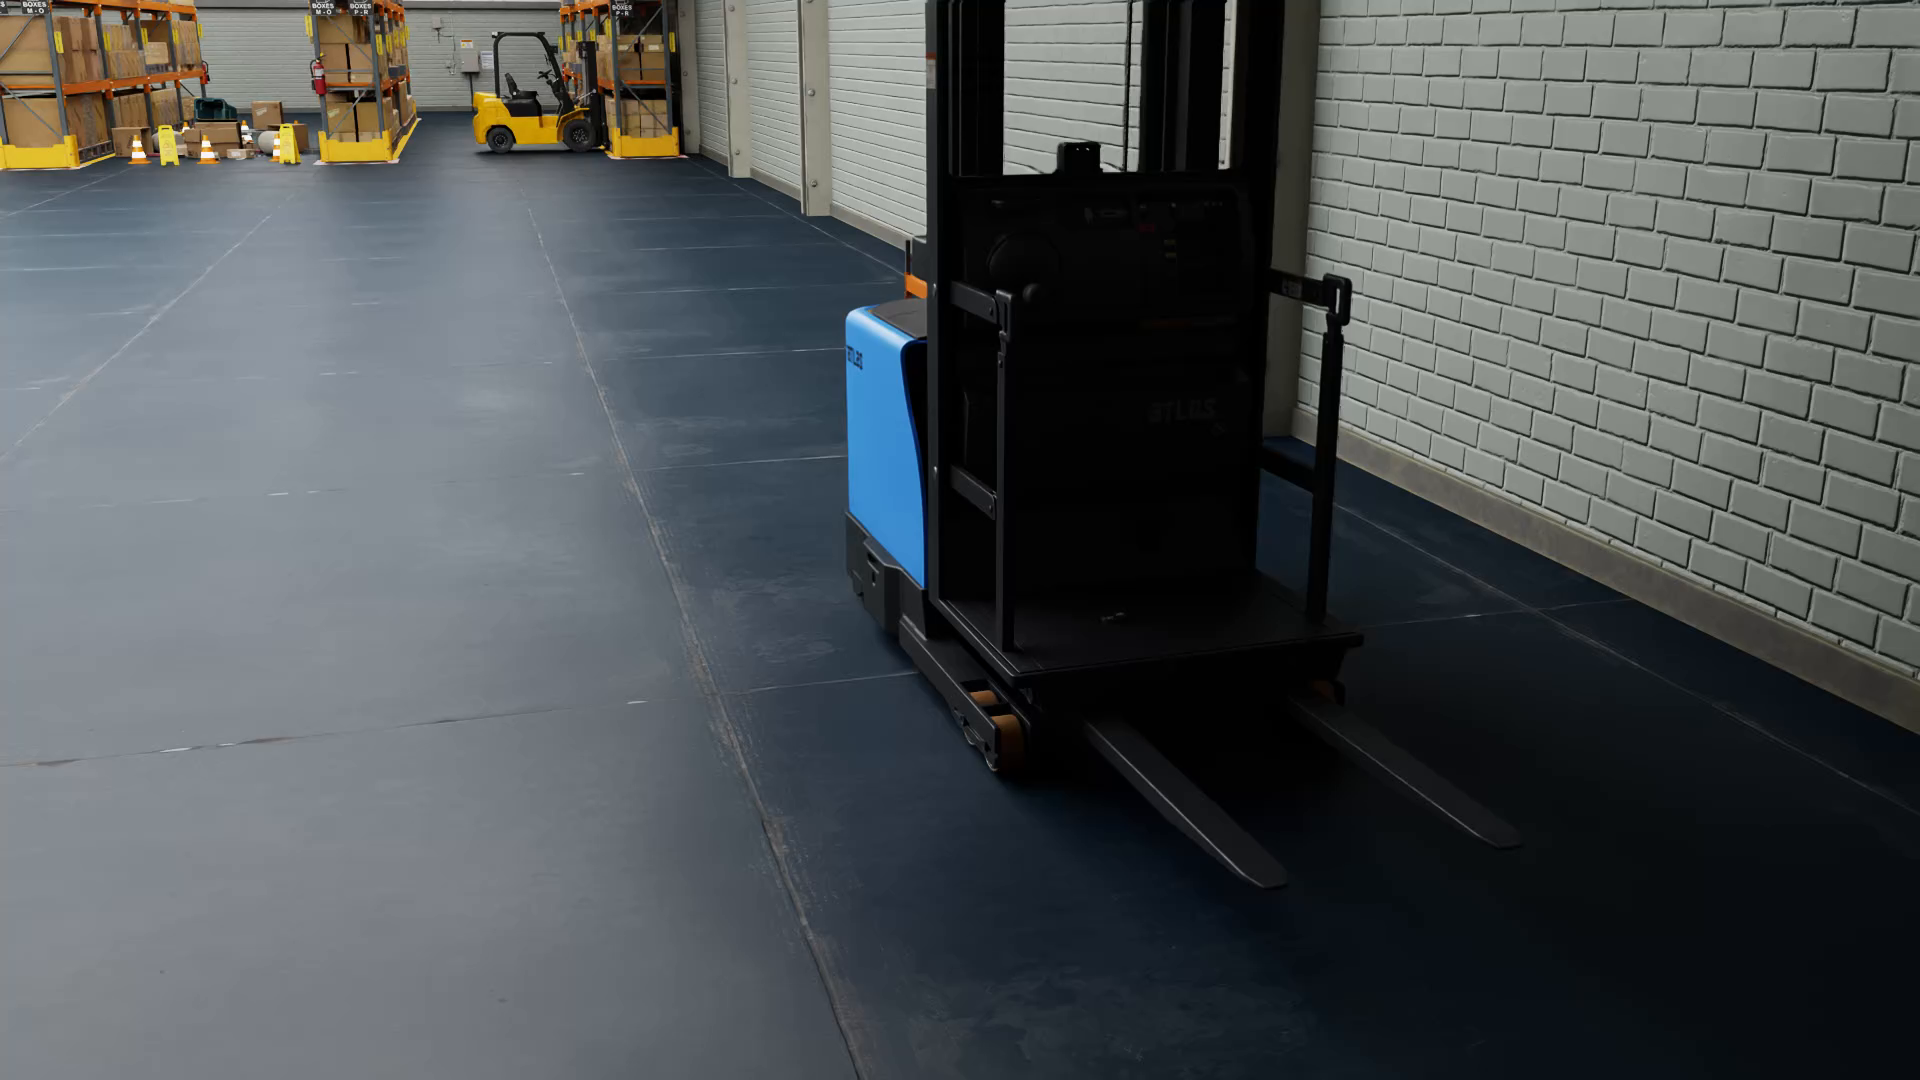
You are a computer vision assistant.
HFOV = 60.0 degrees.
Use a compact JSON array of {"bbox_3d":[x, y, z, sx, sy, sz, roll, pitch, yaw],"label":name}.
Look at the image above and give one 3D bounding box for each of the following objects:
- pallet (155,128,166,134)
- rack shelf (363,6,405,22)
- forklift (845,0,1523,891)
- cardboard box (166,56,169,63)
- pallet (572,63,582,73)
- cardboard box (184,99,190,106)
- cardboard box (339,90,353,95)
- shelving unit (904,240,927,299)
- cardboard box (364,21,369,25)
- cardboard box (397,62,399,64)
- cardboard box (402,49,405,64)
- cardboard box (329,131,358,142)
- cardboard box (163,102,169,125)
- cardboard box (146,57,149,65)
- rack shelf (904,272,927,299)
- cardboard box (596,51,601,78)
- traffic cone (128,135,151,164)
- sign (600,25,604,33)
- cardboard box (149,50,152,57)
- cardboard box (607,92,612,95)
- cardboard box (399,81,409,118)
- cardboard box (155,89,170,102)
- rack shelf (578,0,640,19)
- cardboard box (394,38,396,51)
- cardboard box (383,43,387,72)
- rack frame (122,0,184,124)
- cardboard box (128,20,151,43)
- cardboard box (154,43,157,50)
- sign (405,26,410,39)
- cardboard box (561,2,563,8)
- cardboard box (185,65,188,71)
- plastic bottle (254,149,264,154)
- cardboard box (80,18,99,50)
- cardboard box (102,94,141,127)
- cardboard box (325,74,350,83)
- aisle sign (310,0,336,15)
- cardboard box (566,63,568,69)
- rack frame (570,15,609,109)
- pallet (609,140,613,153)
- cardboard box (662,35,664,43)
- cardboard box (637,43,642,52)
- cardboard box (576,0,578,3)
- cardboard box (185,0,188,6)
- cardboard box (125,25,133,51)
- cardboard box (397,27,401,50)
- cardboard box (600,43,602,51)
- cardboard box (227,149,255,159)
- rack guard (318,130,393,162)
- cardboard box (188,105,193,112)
[{"bbox_3d":[-17.605,-8.692,35.522,1.003,0.211,1.213,-5,17,-15],"label":"pallet"},{"bbox_3d":[-14.309,-12.983,40.994,1.077,0.370,4.000,-5,17,-15],"label":"rack shelf"},{"bbox_3d":[0.512,-0.870,4.755,1.130,2.935,3.031,-5,18,-17],"label":"forklift"},{"bbox_3d":[-18.191,-10.905,37.747,0.380,0.149,0.250,-5,17,-17],"label":"cardboard box"},{"bbox_3d":[-8.142,-10.714,37.740,1.213,0.211,1.003,-5,17,-15],"label":"pallet"},{"bbox_3d":[-18.607,-10.444,39.700,0.380,0.149,0.250,-4,17,-14],"label":"cardboard box"},{"bbox_3d":[-11.538,-8.313,31.030,0.380,0.149,0.250,-4,17,-13],"label":"cardboard box"},{"bbox_3d":[-0.046,-0.620,6.932,0.258,1.200,0.503,-5,17,-15],"label":"shelving unit"},{"bbox_3d":[-14.150,-12.235,39.429,0.380,0.149,0.250,-5,17,-16],"label":"cardboard box"},{"bbox_3d":[-12.849,-10.600,37.289,0.500,0.250,0.500,-4,17,-13],"label":"cardboard box"},{"bbox_3d":[-13.636,-11.536,39.967,0.500,0.500,0.500,-4,17,-13],"label":"cardboard box"},{"bbox_3d":[-10.949,-7.111,29.461,0.500,0.250,0.500,-5,17,-16],"label":"cardboard box"},{"bbox_3d":[-17.627,-9.312,36.353,0.500,0.500,0.500,-5,17,-17],"label":"cardboard box"},{"bbox_3d":[-17.468,-10.181,35.338,0.380,0.149,0.250,-4,17,-12],"label":"cardboard box"},{"bbox_3d":[-0.046,-0.997,6.819,0.258,0.148,0.480,-5,17,-15],"label":"rack shelf"},{"bbox_3d":[-6.918,-9.422,32.932,0.500,0.500,0.500,-5,17,-17],"label":"cardboard box"},{"bbox_3d":[-13.973,-6.643,28.262,0.336,0.463,0.334,-5,17,-15],"label":"traffic cone"},{"bbox_3d":[-9.548,-13.581,44.390,0.100,0.325,0.005,-5,17,-15],"label":"sign"},{"bbox_3d":[-17.621,-10.472,35.788,0.380,0.149,0.250,-5,17,-15],"label":"cardboard box"},{"bbox_3d":[-7.924,-10.246,38.335,0.380,0.149,0.250,-4,17,-15],"label":"cardboard box"},{"bbox_3d":[-13.512,-10.356,39.176,0.875,0.875,0.875,-4,17,-14],"label":"cardboard box"},{"bbox_3d":[-17.755,-9.807,36.697,0.500,0.250,0.500,-6,18,-18],"label":"cardboard box"},{"bbox_3d":[-7.338,-11.163,34.937,1.077,0.370,4.000,-5,17,-15],"label":"rack shelf"},{"bbox_3d":[-12.267,-10.519,35.334,0.500,0.500,0.500,-5,17,-17],"label":"cardboard box"},{"bbox_3d":[-10.904,-8.926,30.764,0.500,0.500,0.500,-4,17,-14],"label":"cardboard box"},{"bbox_3d":[-18.491,-10.918,38.085,1.000,3.000,0.127,-5,17,-15],"label":"rack frame"},{"bbox_3d":[-18.880,-11.696,38.245,0.500,0.500,0.500,-5,18,-17],"label":"cardboard box"},{"bbox_3d":[-17.835,-10.827,36.456,0.380,0.149,0.250,-6,18,-18],"label":"cardboard box"},{"bbox_3d":[-14.333,-13.151,43.093,0.100,0.325,0.005,-5,17,-15],"label":"sign"},{"bbox_3d":[-10.102,-13.827,42.992,0.380,0.149,0.250,-4,17,-14],"label":"cardboard box"},{"bbox_3d":[-18.662,-11.262,39.668,0.380,0.149,0.250,-4,17,-13],"label":"cardboard box"},{"bbox_3d":[-13.009,-7.212,30.855,0.133,0.061,0.283,-2,17,-6],"label":"plastic bottle"},{"bbox_3d":[-15.961,-9.046,29.716,0.875,0.550,0.550,-5,17,-15],"label":"cardboard box"},{"bbox_3d":[-17.067,-8.518,33.276,1.050,0.750,0.750,-4,17,-14],"label":"cardboard box"},{"bbox_3d":[-10.770,-7.984,28.755,0.380,0.149,0.250,-4,17,-13],"label":"cardboard box"},{"bbox_3d":[-10.723,-9.223,27.923,0.394,0.787,0.004,-5,17,-15],"label":"aisle sign"},{"bbox_3d":[-9.954,-12.244,42.936,0.380,0.149,0.250,-5,17,-17],"label":"cardboard box"},{"bbox_3d":[-8.987,-11.731,40.791,1.000,3.000,0.127,-5,17,-15],"label":"rack frame"},{"bbox_3d":[-5.940,-7.284,30.835,1.003,0.211,1.213,-5,17,-15],"label":"pallet"},{"bbox_3d":[-5.589,-9.101,30.217,0.380,0.149,0.250,-4,17,-13],"label":"cardboard box"},{"bbox_3d":[-5.662,-8.948,30.224,0.380,0.149,0.250,-5,17,-15],"label":"cardboard box"},{"bbox_3d":[-8.401,-12.251,37.569,0.500,0.250,0.500,-5,17,-15],"label":"cardboard box"},{"bbox_3d":[-18.940,-13.005,40.081,0.500,0.250,0.500,-4,17,-13],"label":"cardboard box"},{"bbox_3d":[-17.278,-10.213,33.827,0.700,0.500,0.500,-5,17,-16],"label":"cardboard box"},{"bbox_3d":[-13.245,-11.618,38.503,0.500,0.500,0.500,-4,17,-14],"label":"cardboard box"},{"bbox_3d":[-6.716,-9.479,31.994,0.380,0.149,0.250,-5,17,-16],"label":"cardboard box"},{"bbox_3d":[-12.763,-6.855,29.515,0.380,0.149,0.250,4,17,13],"label":"cardboard box"},{"bbox_3d":[-10.482,-6.842,28.860,1.175,0.500,0.348,-5,17,-15],"label":"rack guard"},{"bbox_3d":[-18.673,-10.377,39.992,0.380,0.149,0.250,-5,17,-16],"label":"cardboard box"}]
